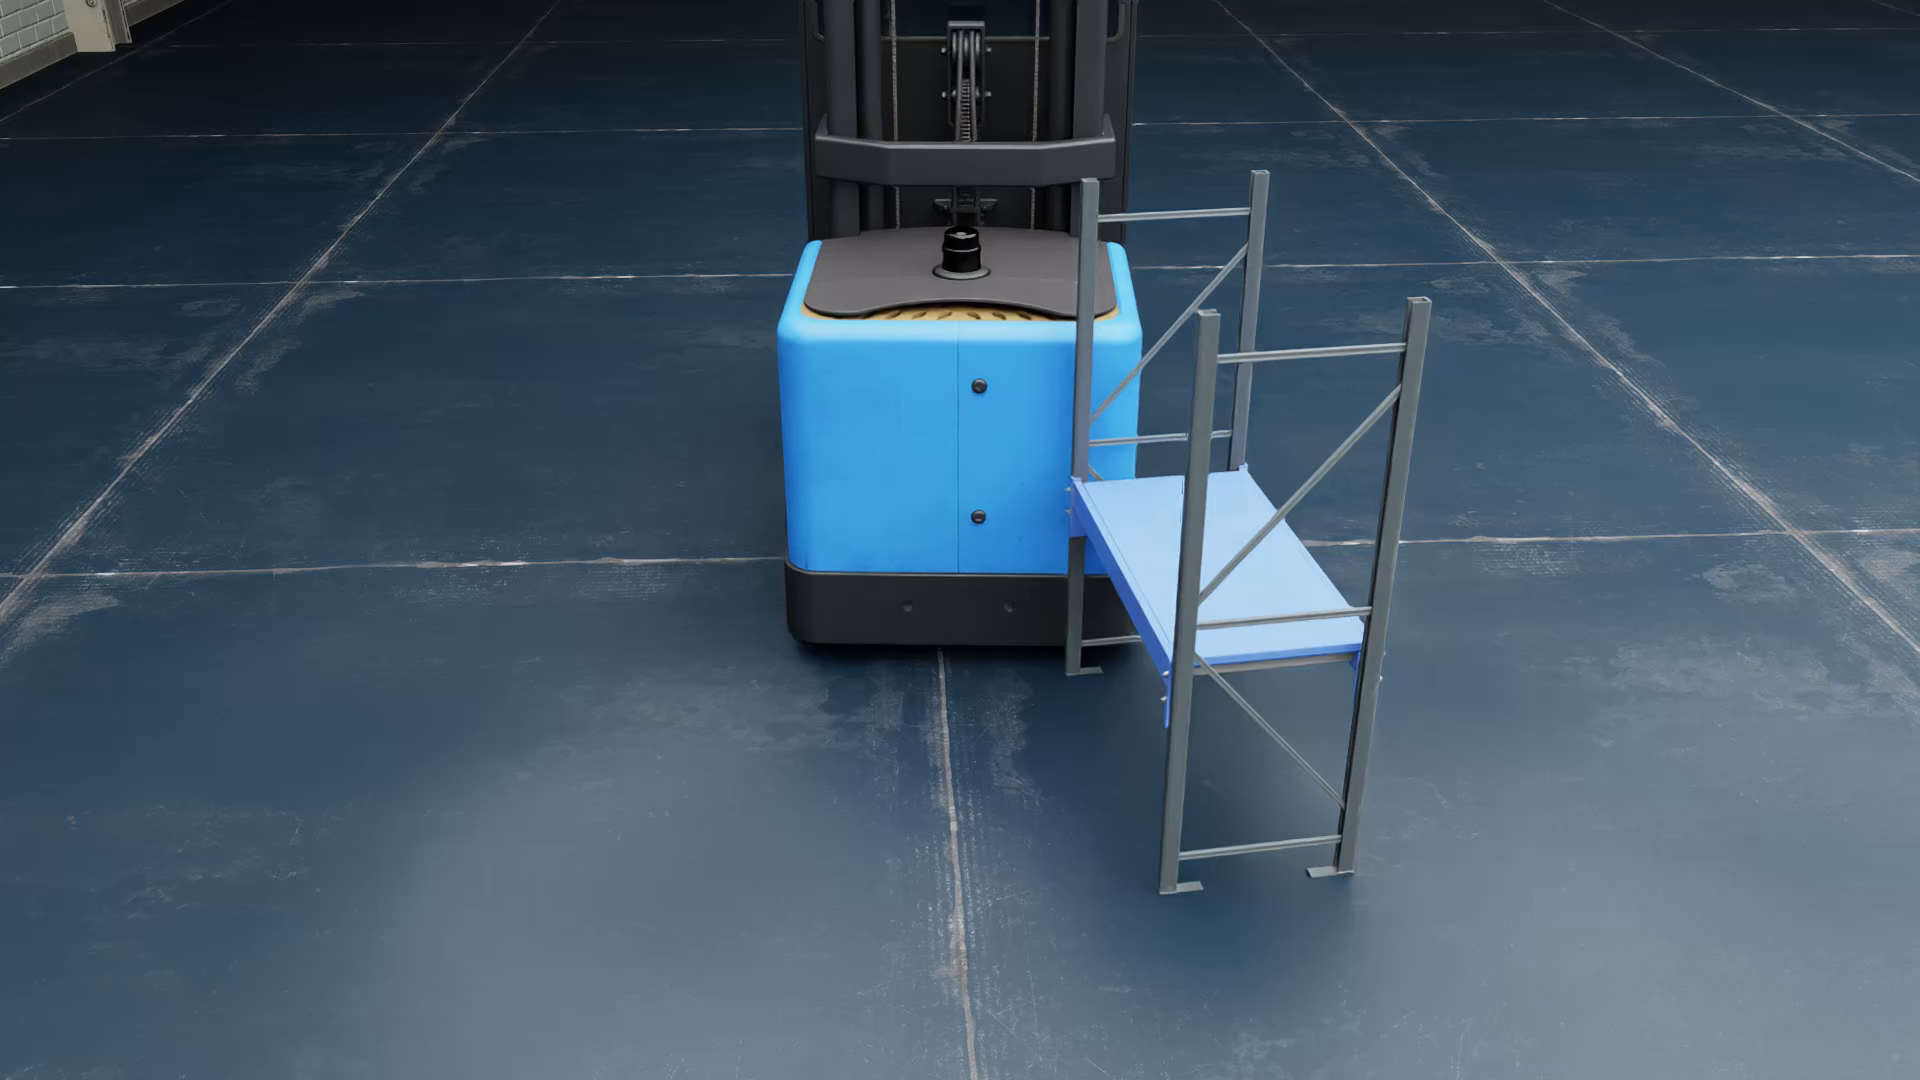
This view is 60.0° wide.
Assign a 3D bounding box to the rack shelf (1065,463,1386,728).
[{"bbox_3d":[0.647,0.110,4.307,0.538,0.185,1.000,-5,28,-9],"label":"rack shelf"}]

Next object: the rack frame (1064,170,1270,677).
[{"bbox_3d":[0.561,-0.282,4.668,0.500,1.500,0.032,-5,28,-9],"label":"rack frame"}]

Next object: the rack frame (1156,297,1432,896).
[{"bbox_3d":[0.733,0.182,3.780,0.500,1.500,0.032,-5,28,-9],"label":"rack frame"}]

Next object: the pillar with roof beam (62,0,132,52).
[{"bbox_3d":[-2.573,-8.051,11.455,9.100,9.000,0.400,-1,28,-3],"label":"pillar with roof beam"}]

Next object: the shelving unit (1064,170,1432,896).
[{"bbox_3d":[0.647,-0.050,4.224,0.538,1.500,1.048,-5,28,-9],"label":"shelving unit"}]

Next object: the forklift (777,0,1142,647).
[{"bbox_3d":[0.030,-1.620,5.686,1.130,2.935,3.031,1,28,1],"label":"forklift"}]
